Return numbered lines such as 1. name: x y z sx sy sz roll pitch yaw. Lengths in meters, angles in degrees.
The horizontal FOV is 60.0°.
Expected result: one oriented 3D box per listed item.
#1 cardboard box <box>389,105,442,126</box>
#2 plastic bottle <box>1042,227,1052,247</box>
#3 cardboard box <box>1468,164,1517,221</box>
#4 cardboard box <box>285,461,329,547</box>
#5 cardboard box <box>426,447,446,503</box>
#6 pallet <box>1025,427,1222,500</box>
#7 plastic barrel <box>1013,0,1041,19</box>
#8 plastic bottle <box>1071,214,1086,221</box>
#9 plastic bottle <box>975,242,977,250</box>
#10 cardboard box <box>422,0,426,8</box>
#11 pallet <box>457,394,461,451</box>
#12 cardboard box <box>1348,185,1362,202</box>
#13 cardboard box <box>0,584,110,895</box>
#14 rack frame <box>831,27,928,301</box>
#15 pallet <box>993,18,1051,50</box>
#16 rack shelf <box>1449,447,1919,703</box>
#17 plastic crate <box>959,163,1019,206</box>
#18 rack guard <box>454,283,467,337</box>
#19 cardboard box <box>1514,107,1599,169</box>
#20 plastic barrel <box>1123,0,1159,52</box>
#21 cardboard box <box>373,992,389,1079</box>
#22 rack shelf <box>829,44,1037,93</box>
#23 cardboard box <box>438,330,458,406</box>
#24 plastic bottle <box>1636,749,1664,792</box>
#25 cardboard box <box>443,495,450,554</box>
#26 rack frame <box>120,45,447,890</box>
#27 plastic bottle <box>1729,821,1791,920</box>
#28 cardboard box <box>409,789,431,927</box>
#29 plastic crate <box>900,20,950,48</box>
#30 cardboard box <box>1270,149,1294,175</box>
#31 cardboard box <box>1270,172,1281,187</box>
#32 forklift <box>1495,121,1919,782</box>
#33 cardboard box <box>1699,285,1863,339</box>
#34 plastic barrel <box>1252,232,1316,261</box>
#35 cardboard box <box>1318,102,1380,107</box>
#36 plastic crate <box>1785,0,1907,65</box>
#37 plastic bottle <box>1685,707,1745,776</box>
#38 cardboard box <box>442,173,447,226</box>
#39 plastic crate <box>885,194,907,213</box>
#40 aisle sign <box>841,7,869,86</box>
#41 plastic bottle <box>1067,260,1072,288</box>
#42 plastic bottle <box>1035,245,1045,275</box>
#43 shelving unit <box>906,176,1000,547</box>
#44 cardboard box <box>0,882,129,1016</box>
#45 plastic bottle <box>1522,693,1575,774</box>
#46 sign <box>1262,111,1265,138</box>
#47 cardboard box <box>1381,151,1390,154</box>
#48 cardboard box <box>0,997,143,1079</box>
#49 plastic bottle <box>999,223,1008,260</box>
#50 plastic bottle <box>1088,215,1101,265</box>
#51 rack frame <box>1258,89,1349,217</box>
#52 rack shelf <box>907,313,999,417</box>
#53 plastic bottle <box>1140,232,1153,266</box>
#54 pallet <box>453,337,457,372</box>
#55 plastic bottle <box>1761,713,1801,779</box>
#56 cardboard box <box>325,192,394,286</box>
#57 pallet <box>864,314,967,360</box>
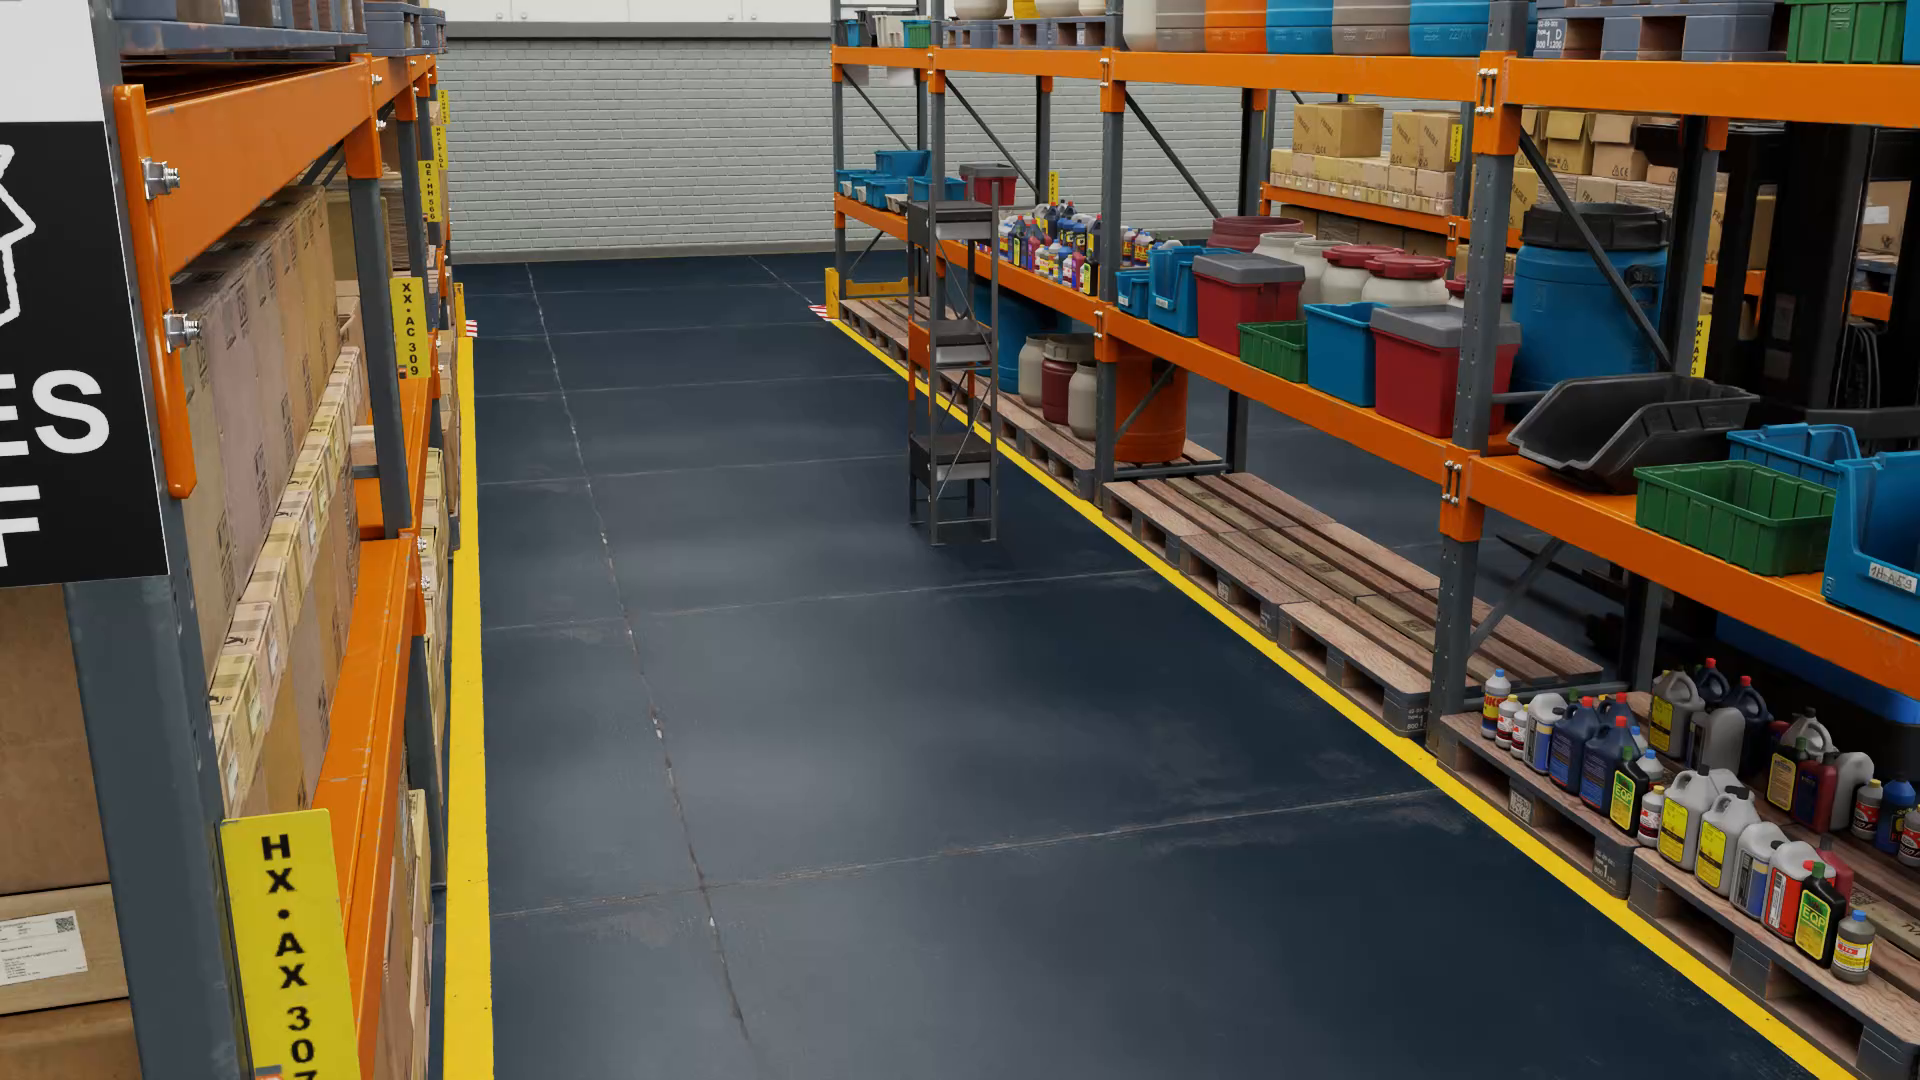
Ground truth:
1. cardboard box: -4.932 -3.648 14.971 0.500 0.500 0.500 -4 17 -14
2. plastic bottle: 0.609 -2.084 11.879 0.061 0.283 0.133 -5 17 -15
3. cardboard box: 4.906 -3.082 14.824 0.500 0.500 0.500 -5 17 -15
4. cardboard box: -1.603 -0.062 3.642 0.380 0.149 0.250 -4 17 -13
5. cardboard box: -3.026 -0.320 8.878 0.500 0.311 0.500 -4 17 -14
6. pallet: 1.100 -0.562 11.457 1.003 0.211 1.213 -5 17 -15
7. plastic barrel: 0.704 -4.281 12.719 0.600 0.588 0.600 0 17 0
8. plastic bottle: 0.916 -2.406 12.964 0.152 0.276 0.135 -5 17 -15
9. plastic bottle: 0.151 -2.374 12.986 0.097 0.201 0.097 0 17 0
10. cardboard box: -4.666 -4.435 13.679 0.500 0.250 0.500 -5 17 -15
11. pallet: -4.246 -0.841 12.386 1.003 0.211 1.213 -5 17 -15
12. cardboard box: 4.199 -3.545 16.977 0.380 0.149 0.250 -4 17 -14
13. cardboard box: -1.339 0.106 1.955 0.700 0.500 0.500 -5 17 -15
14. rack frame: -0.842 -3.896 17.708 1.000 3.000 0.127 -5 17 -15
15. pallet: 0.882 -3.613 11.881 1.003 0.211 1.213 -5 17 -15
16. rack shelf: 3.006 0.321 4.920 1.077 0.370 4.000 -5 17 -15
17. plastic crate: 0.254 -3.116 14.895 0.402 0.464 0.583 -5 17 -15
18. rack guard: -5.584 -2.287 16.697 1.175 0.500 0.348 -5 17 -15
19. cardboard box: 5.203 -3.533 14.583 0.797 0.503 0.637 -5 17 -17
20. plastic barrel: 1.148 -3.063 9.527 0.421 0.512 0.421 0 17 0
21. cardboard box: -1.431 1.236 3.371 0.500 0.500 0.500 -5 17 -15
22. rack shelf: -0.292 -4.435 15.538 1.077 0.370 4.000 -5 17 -15
23. cardboard box: -4.095 -1.299 12.642 0.500 0.500 0.500 -5 17 -16
24. plastic bottle: 2.407 0.865 5.835 0.097 0.271 0.097 0 17 0
25. cardboard box: -3.028 -0.051 8.956 0.500 0.250 0.500 -4 17 -14
26. rack frame: -2.307 -0.186 5.358 1.000 3.000 0.127 -5 17 -15
27. plastic bottle: 2.548 1.040 5.246 0.152 0.276 0.135 -5 17 -17
28. cardboard box: -1.970 1.041 5.323 0.500 0.250 0.500 -5 17 -15
29. plastic crate: -0.299 -4.373 14.371 0.416 0.233 0.300 -5 17 -15
30. cardboard box: 3.793 -4.204 18.477 0.500 0.250 0.500 -5 17 -17
31. cardboard box: 3.701 -4.043 18.634 0.380 0.149 0.250 -4 17 -15
32. forklift: 3.731 -0.836 7.641 1.130 2.935 3.031 -5 17 -15
33. cardboard box: 5.950 -1.451 12.531 1.225 0.875 0.875 -6 18 -18
34. plastic barrel: 1.845 -1.469 9.434 0.421 0.512 0.421 0 17 0
35. cardboard box: 4.307 -4.603 18.503 0.500 0.500 0.500 -4 17 -15
36. plastic crate: 2.628 -1.454 4.732 0.336 0.188 0.450 -5 17 -15
37. plastic bottle: 2.828 0.744 6.230 0.152 0.276 0.135 -5 17 -15
38. cardboard box: -4.804 -3.030 14.651 0.500 0.500 0.500 -5 17 -16
39. plastic crate: -0.510 -3.150 15.578 0.293 0.136 0.466 -5 17 -15
40. aisle sign: -1.147 -5.137 17.322 0.394 0.787 0.004 -5 17 -15
41. plastic bottle: 0.758 -1.763 10.954 0.097 0.201 0.097 0 17 0
42. plastic bottle: 0.571 -1.952 11.581 0.097 0.201 0.097 0 17 0
43. shelving unit: -0.045 -1.051 9.802 0.431 2.100 0.503 -5 17 -15
44. cardboard box: -1.109 0.436 1.984 0.380 0.149 0.250 -5 17 -16
45. plastic bottle: 2.238 0.727 6.287 0.152 0.276 0.135 -4 17 -13
46. sign: 3.385 -4.698 18.735 0.100 0.325 0.005 -5 17 -15
47. cardboard box: 4.448 -4.105 18.147 0.500 0.250 0.500 -5 17 -16
48. cardboard box: -1.324 0.742 2.093 0.700 0.500 0.500 -5 17 -15
49. plastic bottle: 0.342 -2.215 12.336 0.097 0.271 0.097 0 17 0
50. plastic bottle: 1.018 -2.184 12.093 0.144 0.351 0.185 -5 17 -15
51. rack frame: 3.921 -4.288 19.012 1.000 3.000 0.127 -5 17 -15
52. rack shelf: -0.045 -1.038 9.806 0.431 0.518 0.480 -5 17 -15
53. plastic bottle: 1.316 -2.030 11.719 0.097 0.271 0.097 0 17 0
54. pallet: -5.033 -1.591 14.884 1.003 0.211 1.213 -5 17 -15
55. plastic bottle: 3.048 0.764 6.152 0.061 0.283 0.133 -4 17 -12
56. cardboard box: -3.688 -1.707 9.516 0.700 0.500 0.500 -12 20 -34
57. pallet: -0.321 -1.992 16.218 1.003 0.211 1.213 -5 17 -15
